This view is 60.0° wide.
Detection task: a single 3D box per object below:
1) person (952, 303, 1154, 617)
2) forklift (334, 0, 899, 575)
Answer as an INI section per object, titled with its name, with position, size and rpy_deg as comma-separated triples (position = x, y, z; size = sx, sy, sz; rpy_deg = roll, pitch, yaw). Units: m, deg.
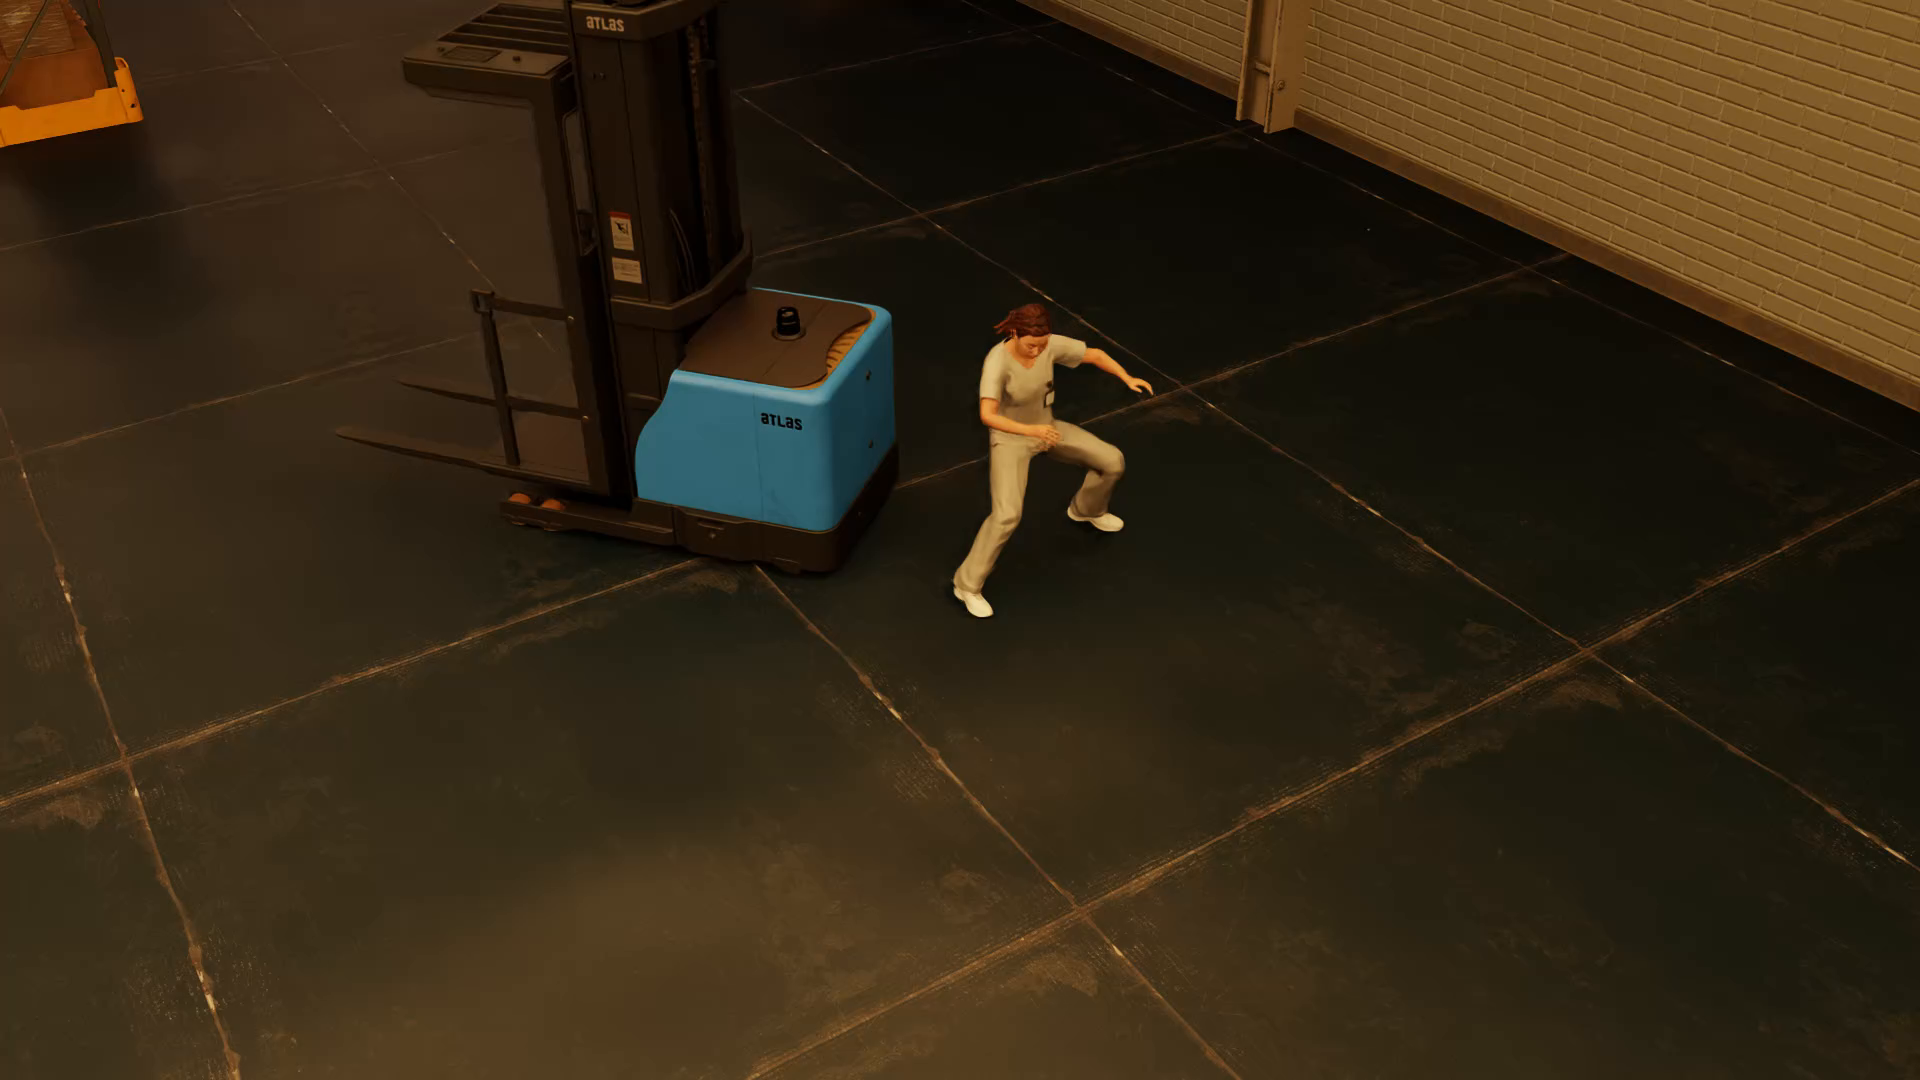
[person]
position = 0.411, -0.475, 8.112
size = 1.068, 1.449, 0.649
rpy_deg = -18, 39, -24
[forklift]
position = -1.908, -1.520, 8.311
size = 3.031, 2.935, 1.130
rpy_deg = 11, 36, 15
